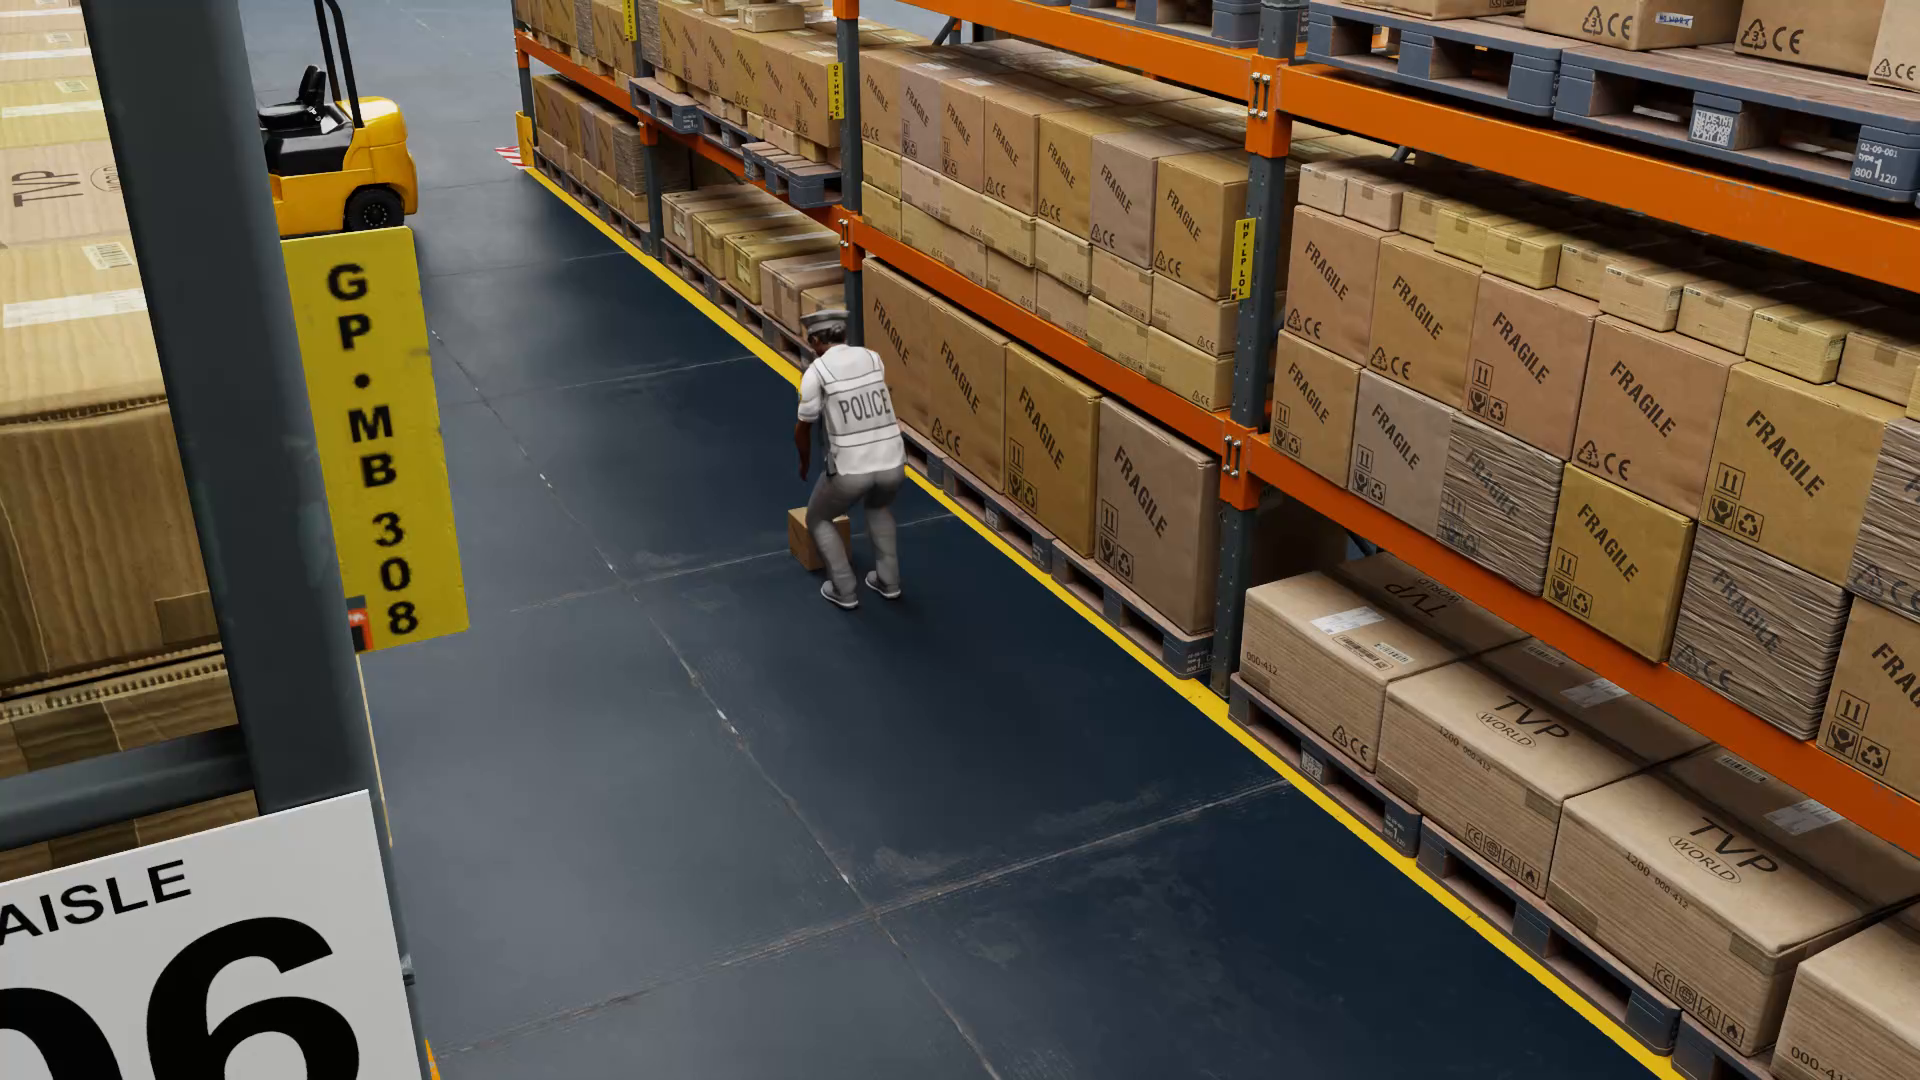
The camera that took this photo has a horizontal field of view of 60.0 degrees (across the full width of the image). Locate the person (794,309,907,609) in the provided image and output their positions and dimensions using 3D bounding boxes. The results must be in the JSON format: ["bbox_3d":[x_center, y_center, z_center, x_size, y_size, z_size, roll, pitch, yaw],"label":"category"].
[{"bbox_3d":[-0.557,-0.389,8.163,0.492,1.464,0.650,-13,28,-25],"label":"person"}]
